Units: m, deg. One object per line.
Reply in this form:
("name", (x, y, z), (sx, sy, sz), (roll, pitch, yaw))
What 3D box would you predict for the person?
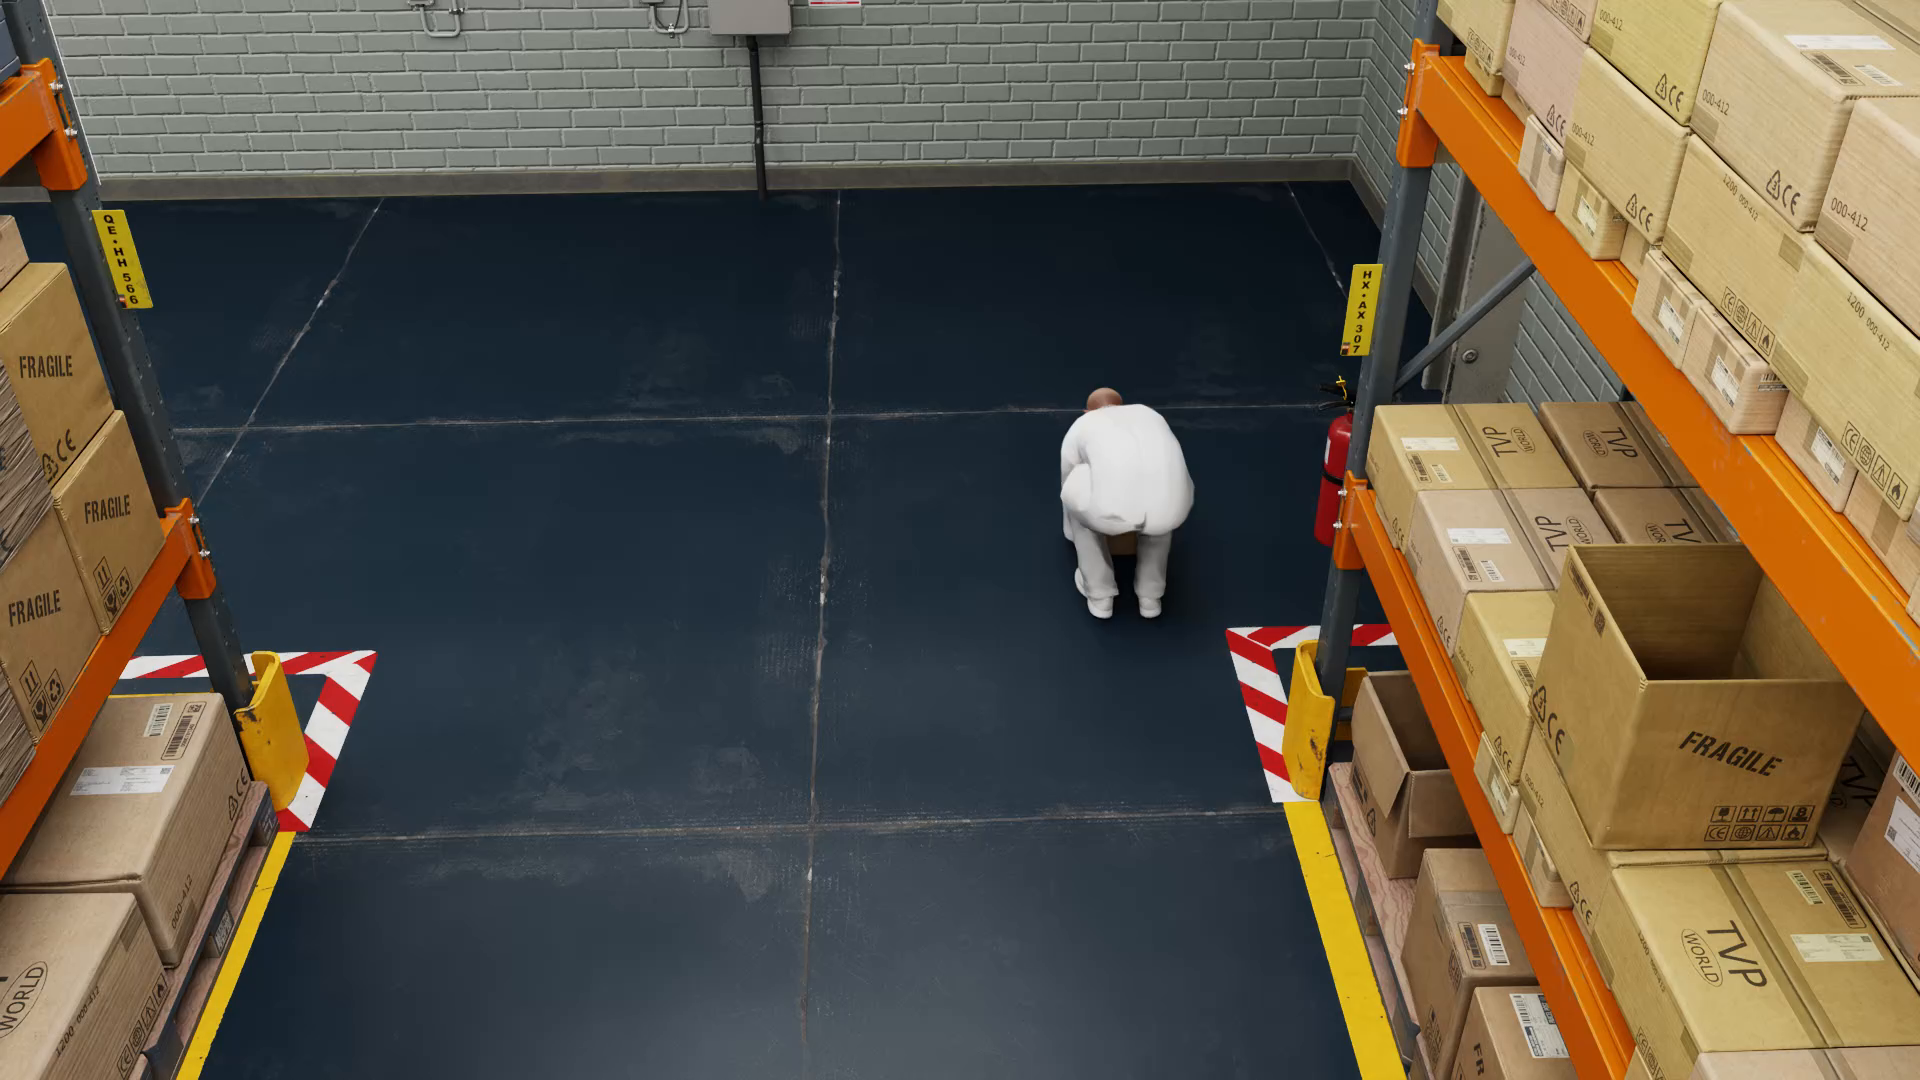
("person", (0.703, -0.169, 7.202), (0.582, 0.900, 0.951), (-3, 35, -4))
